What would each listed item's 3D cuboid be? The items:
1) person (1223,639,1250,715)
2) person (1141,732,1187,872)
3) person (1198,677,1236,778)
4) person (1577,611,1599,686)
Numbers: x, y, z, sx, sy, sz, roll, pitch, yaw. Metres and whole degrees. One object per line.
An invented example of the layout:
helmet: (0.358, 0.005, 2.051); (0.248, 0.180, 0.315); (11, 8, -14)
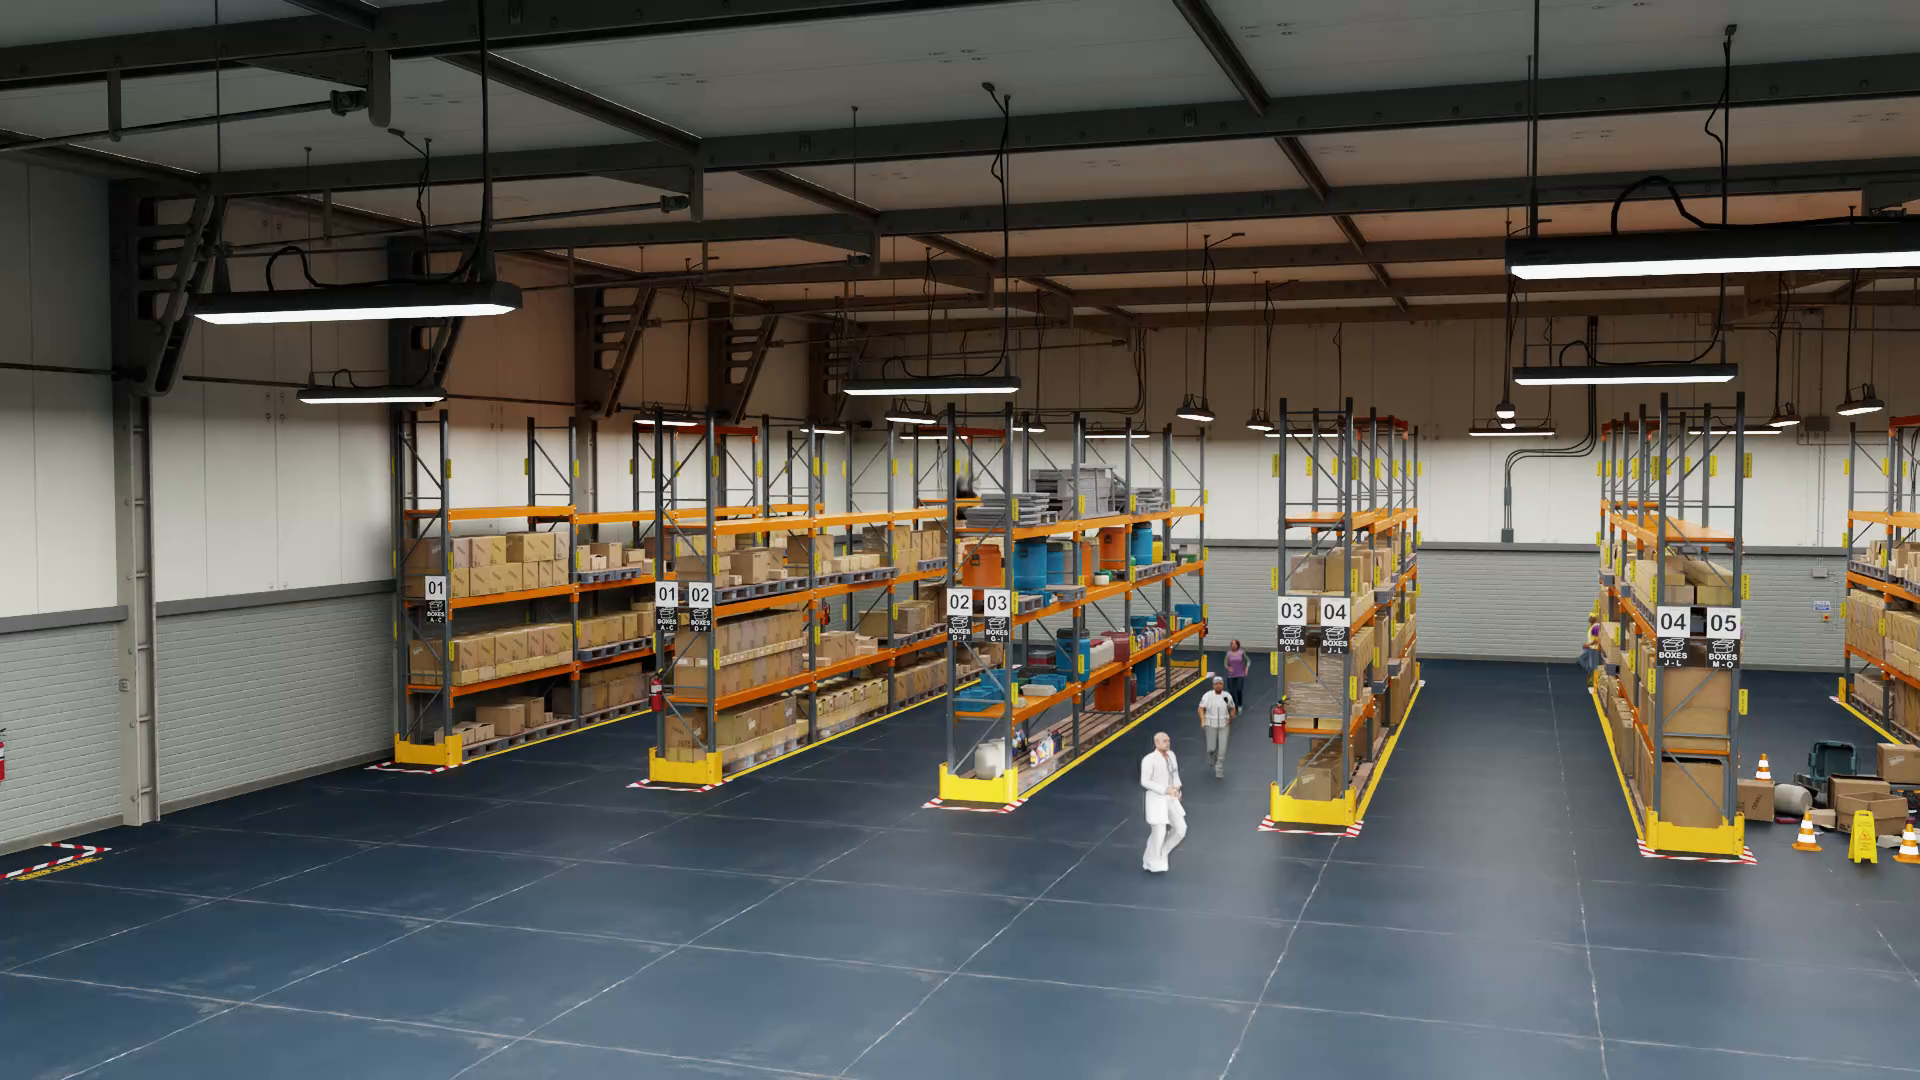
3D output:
person: (5.549, 2.773, 33.435); (0.518, 1.570, 0.637); (1, 3, 18)
person: (2.536, 3.243, 20.498); (0.747, 1.756, 0.680); (-2, 3, -38)
person: (4.203, 3.036, 27.131); (0.618, 1.626, 0.553); (0, 2, 4)
person: (14.529, 2.495, 38.191); (0.637, 1.745, 0.719); (1, 3, 12)
